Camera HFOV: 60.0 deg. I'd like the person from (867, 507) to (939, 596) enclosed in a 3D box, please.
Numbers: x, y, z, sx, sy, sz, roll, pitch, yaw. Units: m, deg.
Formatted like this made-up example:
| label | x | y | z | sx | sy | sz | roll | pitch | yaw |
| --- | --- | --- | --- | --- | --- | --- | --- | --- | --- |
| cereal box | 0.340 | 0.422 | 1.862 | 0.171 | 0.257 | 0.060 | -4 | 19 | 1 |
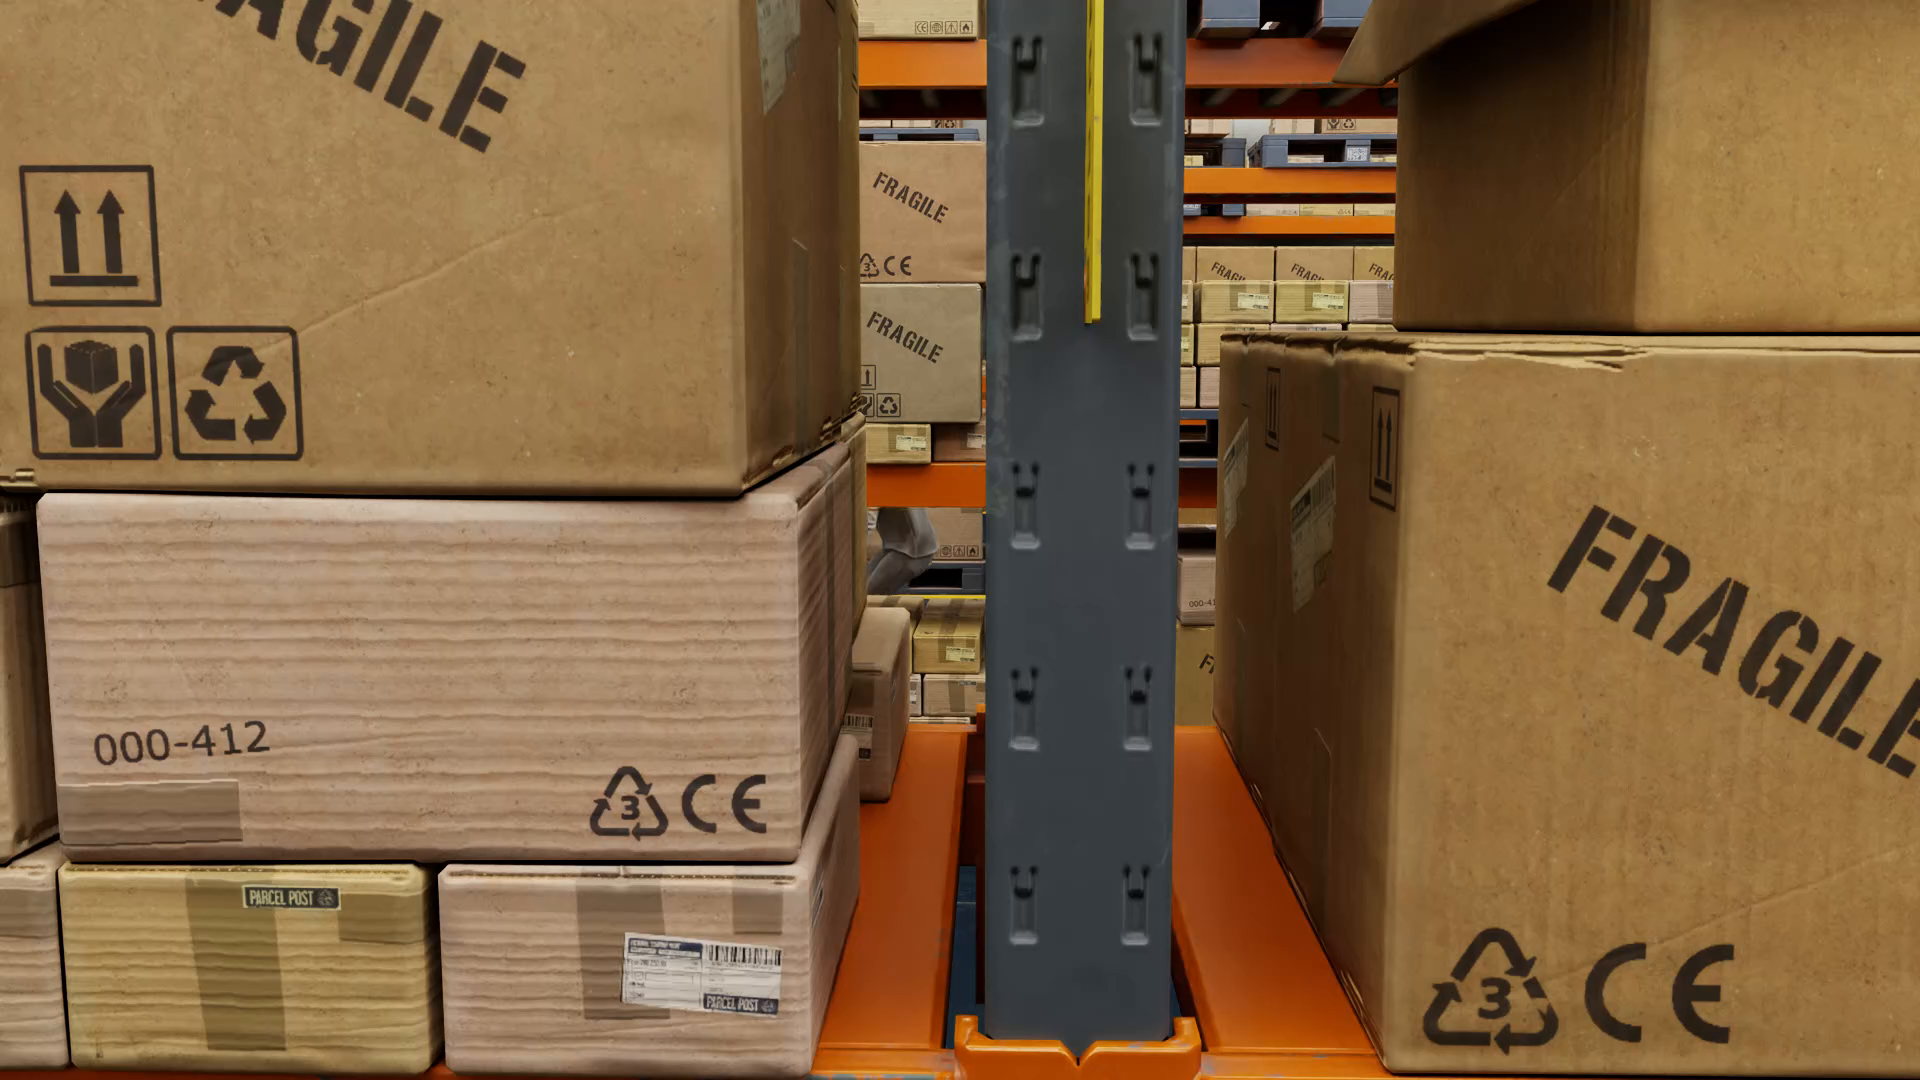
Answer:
| label | x | y | z | sx | sy | sz | roll | pitch | yaw |
| --- | --- | --- | --- | --- | --- | --- | --- | --- | --- |
| person | -0.391 | 0.078 | 8.081 | 0.581 | 1.385 | 0.458 | -1 | 7 | -7 |
